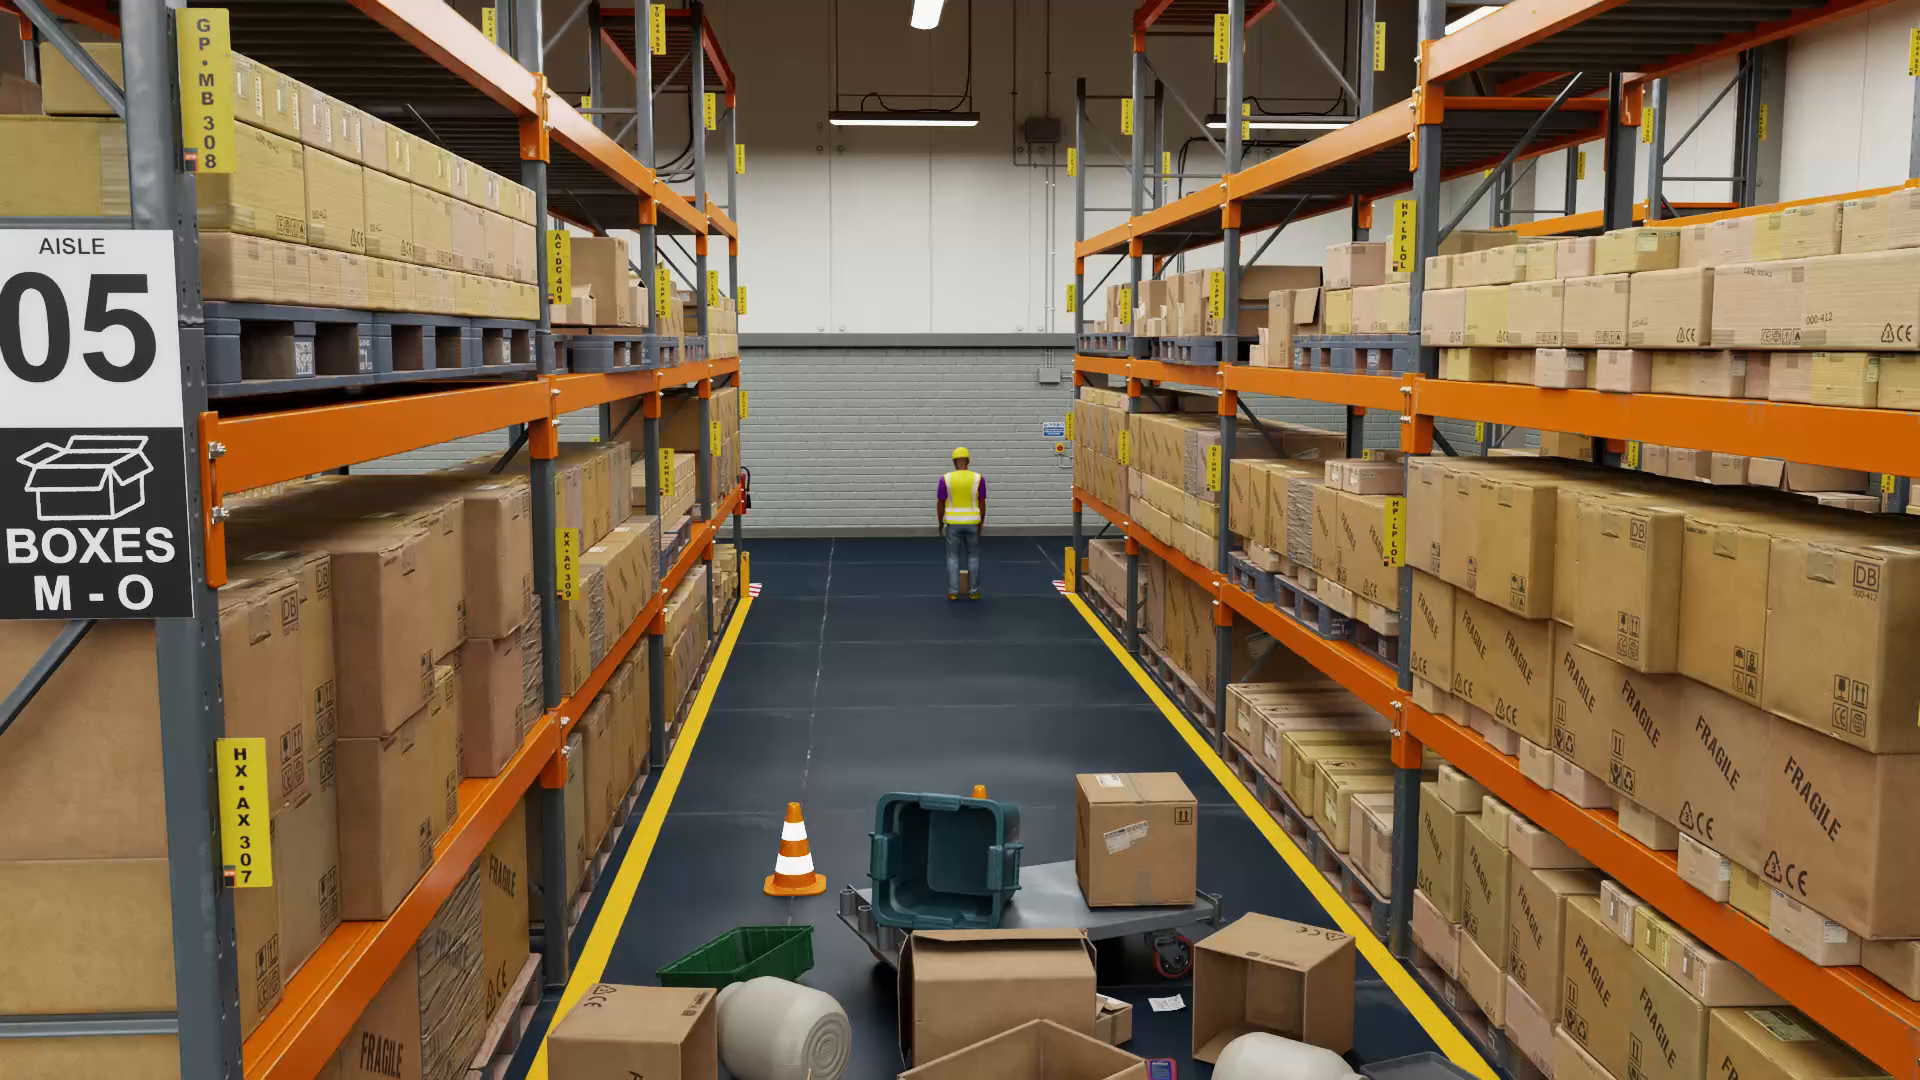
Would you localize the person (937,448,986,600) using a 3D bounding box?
[{"bbox_3d":[0.016,-0.189,19.274,0.568,1.762,0.371,0,7,-3],"label":"person"}]
